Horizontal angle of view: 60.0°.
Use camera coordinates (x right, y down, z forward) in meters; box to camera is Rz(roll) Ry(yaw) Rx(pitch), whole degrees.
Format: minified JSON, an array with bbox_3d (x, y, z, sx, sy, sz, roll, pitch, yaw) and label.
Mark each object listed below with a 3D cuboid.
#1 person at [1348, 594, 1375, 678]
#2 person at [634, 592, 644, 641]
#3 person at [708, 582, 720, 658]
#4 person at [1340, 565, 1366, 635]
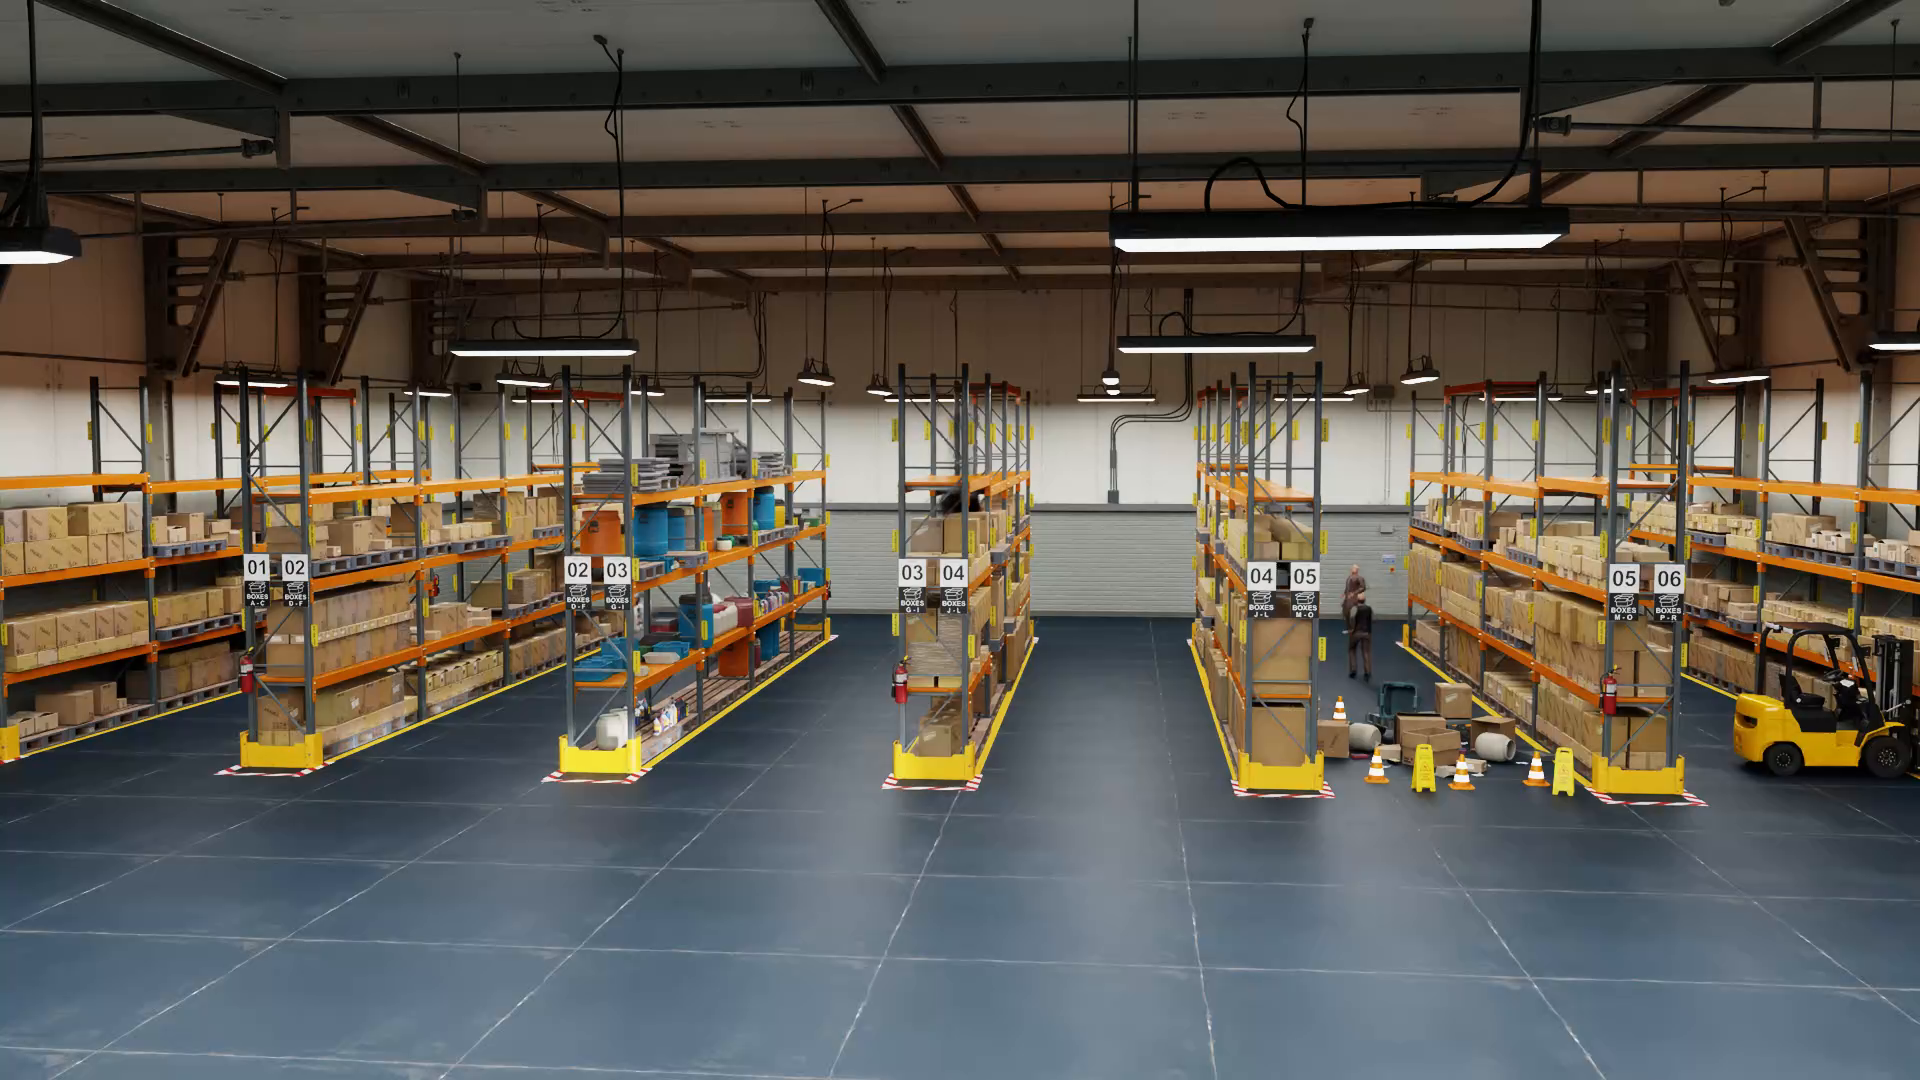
[{"bbox_3d":[8.157,1.979,33.828,0.599,1.766,0.831,0,4,-2],"label":"person"},{"bbox_3d":[-6.844,1.913,35.135,0.561,1.668,0.573,0,4,5],"label":"person"},{"bbox_3d":[-5.501,1.799,36.411,0.680,1.825,0.794,1,4,19],"label":"person"},{"bbox_3d":[9.842,1.522,41.469,0.678,1.654,0.710,-1,4,-17],"label":"person"}]
